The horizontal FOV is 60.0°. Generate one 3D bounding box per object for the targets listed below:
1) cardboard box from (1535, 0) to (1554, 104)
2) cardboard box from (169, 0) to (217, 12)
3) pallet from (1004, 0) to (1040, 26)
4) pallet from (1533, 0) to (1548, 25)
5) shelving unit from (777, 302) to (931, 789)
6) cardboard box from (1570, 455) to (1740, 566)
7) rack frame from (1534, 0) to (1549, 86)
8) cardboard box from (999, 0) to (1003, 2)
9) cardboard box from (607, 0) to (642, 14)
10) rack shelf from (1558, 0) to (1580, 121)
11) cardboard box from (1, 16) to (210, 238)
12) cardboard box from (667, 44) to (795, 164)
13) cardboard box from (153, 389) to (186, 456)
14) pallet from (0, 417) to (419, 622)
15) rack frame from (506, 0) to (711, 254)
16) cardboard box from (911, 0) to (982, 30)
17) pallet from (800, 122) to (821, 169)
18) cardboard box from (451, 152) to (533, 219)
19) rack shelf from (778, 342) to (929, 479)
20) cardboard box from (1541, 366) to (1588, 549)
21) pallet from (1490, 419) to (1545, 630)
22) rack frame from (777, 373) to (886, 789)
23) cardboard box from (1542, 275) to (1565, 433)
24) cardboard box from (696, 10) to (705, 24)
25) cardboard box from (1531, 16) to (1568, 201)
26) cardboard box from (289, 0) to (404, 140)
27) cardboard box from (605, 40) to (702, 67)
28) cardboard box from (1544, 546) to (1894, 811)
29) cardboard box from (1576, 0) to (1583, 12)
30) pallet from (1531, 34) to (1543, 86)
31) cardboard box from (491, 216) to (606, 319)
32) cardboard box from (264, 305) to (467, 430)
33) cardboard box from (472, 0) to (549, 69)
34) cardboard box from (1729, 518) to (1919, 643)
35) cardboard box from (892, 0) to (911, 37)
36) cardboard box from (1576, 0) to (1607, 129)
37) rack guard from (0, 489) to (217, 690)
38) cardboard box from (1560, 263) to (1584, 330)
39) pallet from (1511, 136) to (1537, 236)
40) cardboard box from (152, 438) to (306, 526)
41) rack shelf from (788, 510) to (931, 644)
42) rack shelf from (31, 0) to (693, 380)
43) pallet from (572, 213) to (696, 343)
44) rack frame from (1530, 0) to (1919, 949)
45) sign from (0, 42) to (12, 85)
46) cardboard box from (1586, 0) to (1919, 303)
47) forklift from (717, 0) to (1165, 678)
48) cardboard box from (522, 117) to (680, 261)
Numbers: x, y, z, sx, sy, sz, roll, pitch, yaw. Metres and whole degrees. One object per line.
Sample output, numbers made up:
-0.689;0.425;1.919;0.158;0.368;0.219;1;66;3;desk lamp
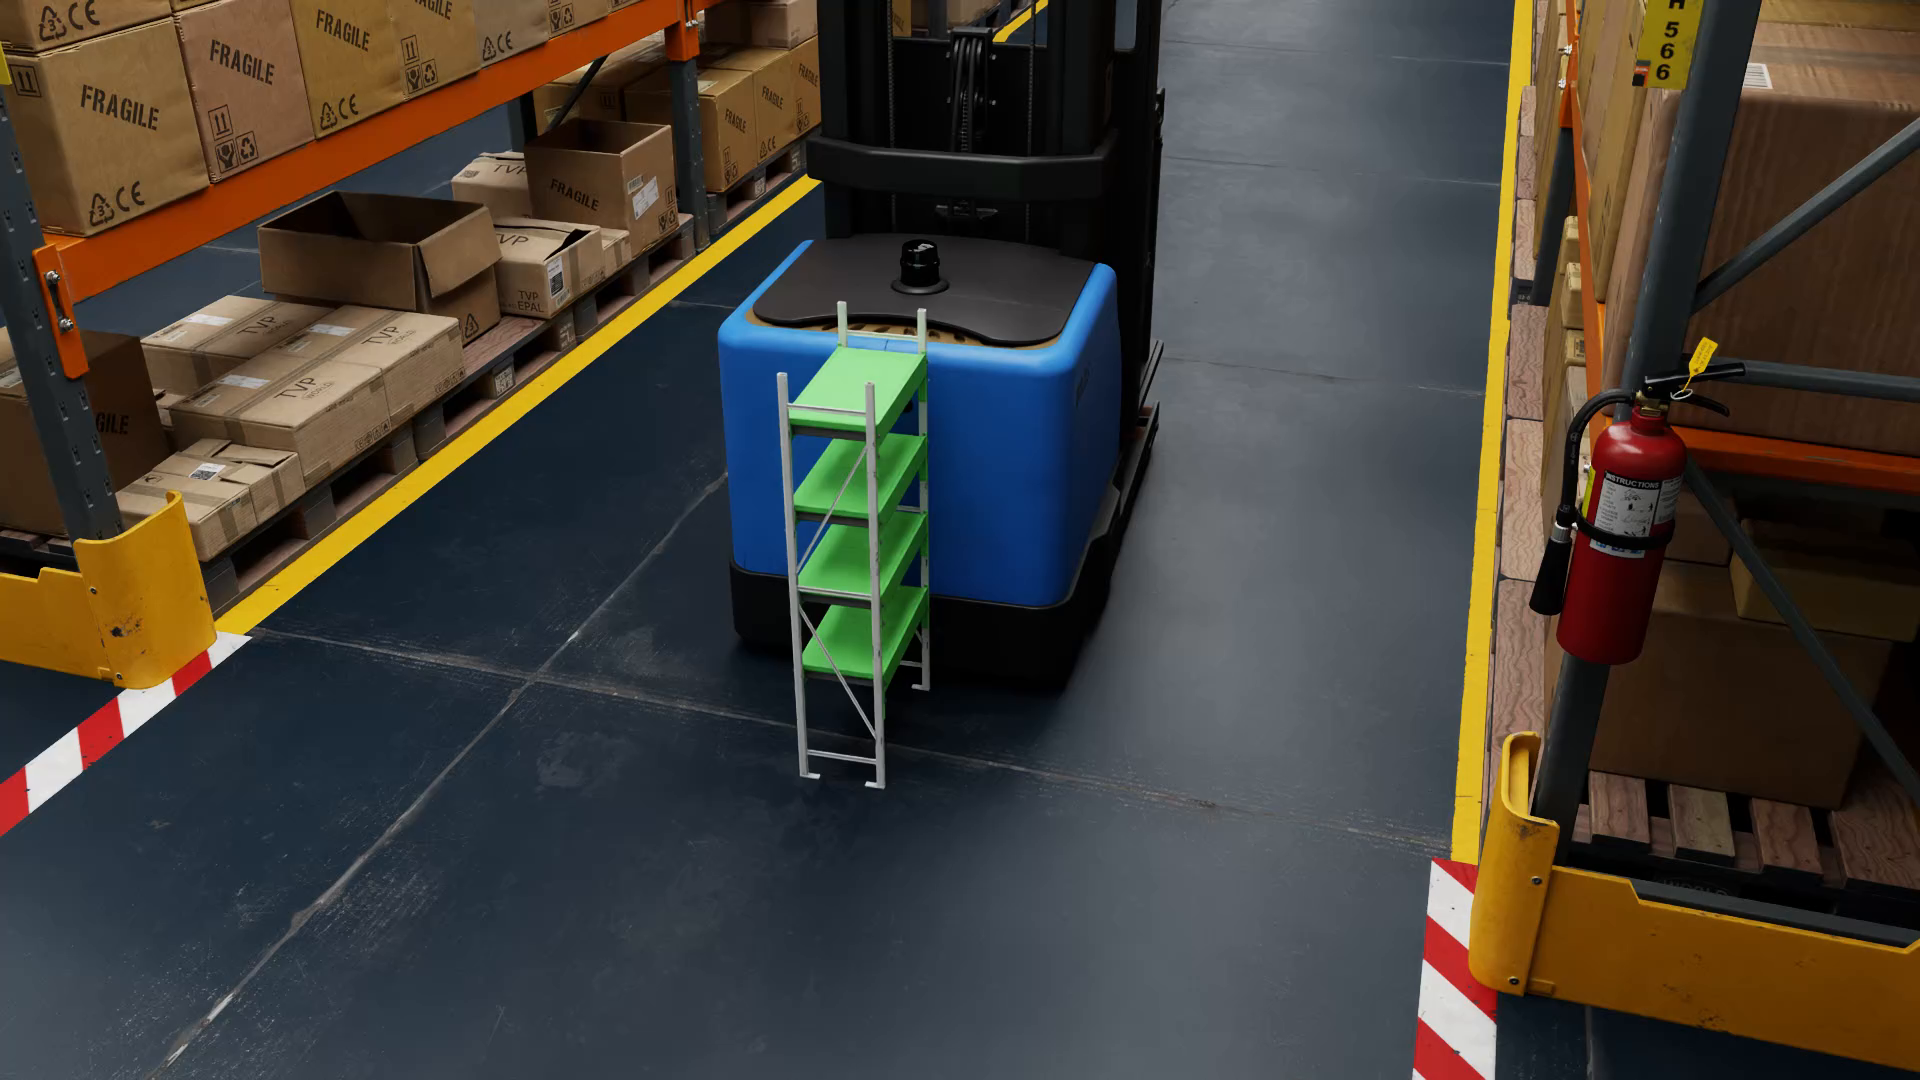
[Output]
3.809;-2.919;9.690;0.750;0.750;0.750;8;30;14;cardboard box
-2.406;-1.878;4.909;0.500;0.500;0.500;9;30;15;cardboard box
0.053;-4.426;13.489;1.003;0.211;1.213;8;30;15;pallet
5.097;-4.276;13.219;1.003;0.211;1.213;8;30;15;pallet
-0.264;0.023;4.475;0.258;1.200;0.503;7;30;12;shelving unit
1.775;-0.080;4.280;0.380;0.149;0.250;8;30;14;cardboard box
4.150;-3.998;9.850;1.000;3.000;0.127;8;30;15;rack frame
0.142;-4.362;12.902;0.500;0.250;0.500;8;30;14;cardboard box
-1.662;-2.619;7.269;0.500;0.500;0.500;9;30;16;cardboard box
3.563;-2.754;8.354;1.077;0.370;4.000;8;30;15;rack shelf
-2.552;-1.197;4.714;0.500;0.500;0.500;9;30;16;cardboard box
-1.240;-2.383;9.067;0.500;0.500;0.500;9;30;16;cardboard box
-2.805;-0.402;5.849;0.380;0.166;0.250;8;30;15;cardboard box
-2.679;-0.172;5.842;1.003;0.211;1.213;8;30;15;pallet
-1.760;-2.844;7.776;1.000;3.000;0.127;8;30;15;rack frame
-0.152;-3.886;12.046;0.500;0.250;0.500;8;30;15;cardboard box
-1.202;-2.577;10.166;1.003;0.211;1.213;8;30;15;pallet
-2.090;-1.697;8.028;0.500;0.311;0.500;8;30;15;cardboard box
-0.264;-0.341;4.273;0.258;0.148;0.480;7;30;12;rack shelf
2.206;-0.177;5.122;0.700;0.500;0.500;8;30;13;cardboard box
2.322;-0.009;5.549;1.003;0.211;1.213;8;30;15;pallet
-0.321;0.138;4.268;0.240;1.200;0.015;7;30;12;rack frame
2.508;-0.664;5.997;0.700;0.500;0.500;8;30;14;cardboard box
-1.442;-2.912;10.018;0.500;0.500;0.500;7;30;13;cardboard box
3.301;-2.117;8.249;0.750;0.750;0.750;9;30;16;cardboard box
-2.256;-1.670;5.564;0.500;0.500;0.500;8;30;15;cardboard box
-1.736;-2.442;9.174;0.500;0.500;0.500;9;30;15;cardboard box
1.912;0.290;4.283;0.700;0.500;0.500;8;30;15;cardboard box
2.856;-2.356;7.137;0.380;0.149;0.250;9;30;16;cardboard box
4.381;-3.142;11.181;1.003;0.211;1.213;8;30;15;pallet
-1.877;-1.207;7.148;0.500;0.311;0.500;8;30;15;cardboard box
-2.210;-0.652;6.213;0.500;0.250;0.500;8;30;15;cardboard box
-1.960;-2.140;6.408;0.500;0.500;0.500;9;30;16;cardboard box
2.066;0.093;3.970;0.380;0.149;0.250;9;30;15;cardboard box
-0.636;-3.334;10.777;0.500;0.500;0.500;10;31;17;cardboard box
2.582;-1.681;5.379;0.980;0.700;0.700;8;30;14;cardboard box
-2.912;0.072;5.106;1.175;0.500;0.348;8;30;15;rack guard
2.231;-0.805;5.583;0.380;0.149;0.250;8;30;13;cardboard box
3.487;-1.858;8.873;1.003;0.211;1.213;8;30;15;pallet
-2.410;-0.201;5.487;0.380;0.166;0.250;8;30;15;cardboard box
-0.264;0.079;4.506;0.258;0.148;0.480;7;30;12;rack shelf
-2.347;-1.600;6.280;1.077;0.370;4.000;8;30;15;rack shelf
-1.963;-1.306;7.881;1.003;0.211;1.213;8;30;15;pallet
1.802;-0.280;3.167;1.000;3.000;0.127;8;30;15;rack frame
-2.416;-1.286;4.085;0.100;0.325;0.005;8;30;15;sign
2.145;-0.989;4.134;0.980;0.700;0.700;8;30;14;cardboard box
0.146;-1.576;5.568;1.130;2.935;3.031;7;30;12;forklift
-1.656;-1.638;7.728;0.500;0.500;0.500;8;30;15;cardboard box
